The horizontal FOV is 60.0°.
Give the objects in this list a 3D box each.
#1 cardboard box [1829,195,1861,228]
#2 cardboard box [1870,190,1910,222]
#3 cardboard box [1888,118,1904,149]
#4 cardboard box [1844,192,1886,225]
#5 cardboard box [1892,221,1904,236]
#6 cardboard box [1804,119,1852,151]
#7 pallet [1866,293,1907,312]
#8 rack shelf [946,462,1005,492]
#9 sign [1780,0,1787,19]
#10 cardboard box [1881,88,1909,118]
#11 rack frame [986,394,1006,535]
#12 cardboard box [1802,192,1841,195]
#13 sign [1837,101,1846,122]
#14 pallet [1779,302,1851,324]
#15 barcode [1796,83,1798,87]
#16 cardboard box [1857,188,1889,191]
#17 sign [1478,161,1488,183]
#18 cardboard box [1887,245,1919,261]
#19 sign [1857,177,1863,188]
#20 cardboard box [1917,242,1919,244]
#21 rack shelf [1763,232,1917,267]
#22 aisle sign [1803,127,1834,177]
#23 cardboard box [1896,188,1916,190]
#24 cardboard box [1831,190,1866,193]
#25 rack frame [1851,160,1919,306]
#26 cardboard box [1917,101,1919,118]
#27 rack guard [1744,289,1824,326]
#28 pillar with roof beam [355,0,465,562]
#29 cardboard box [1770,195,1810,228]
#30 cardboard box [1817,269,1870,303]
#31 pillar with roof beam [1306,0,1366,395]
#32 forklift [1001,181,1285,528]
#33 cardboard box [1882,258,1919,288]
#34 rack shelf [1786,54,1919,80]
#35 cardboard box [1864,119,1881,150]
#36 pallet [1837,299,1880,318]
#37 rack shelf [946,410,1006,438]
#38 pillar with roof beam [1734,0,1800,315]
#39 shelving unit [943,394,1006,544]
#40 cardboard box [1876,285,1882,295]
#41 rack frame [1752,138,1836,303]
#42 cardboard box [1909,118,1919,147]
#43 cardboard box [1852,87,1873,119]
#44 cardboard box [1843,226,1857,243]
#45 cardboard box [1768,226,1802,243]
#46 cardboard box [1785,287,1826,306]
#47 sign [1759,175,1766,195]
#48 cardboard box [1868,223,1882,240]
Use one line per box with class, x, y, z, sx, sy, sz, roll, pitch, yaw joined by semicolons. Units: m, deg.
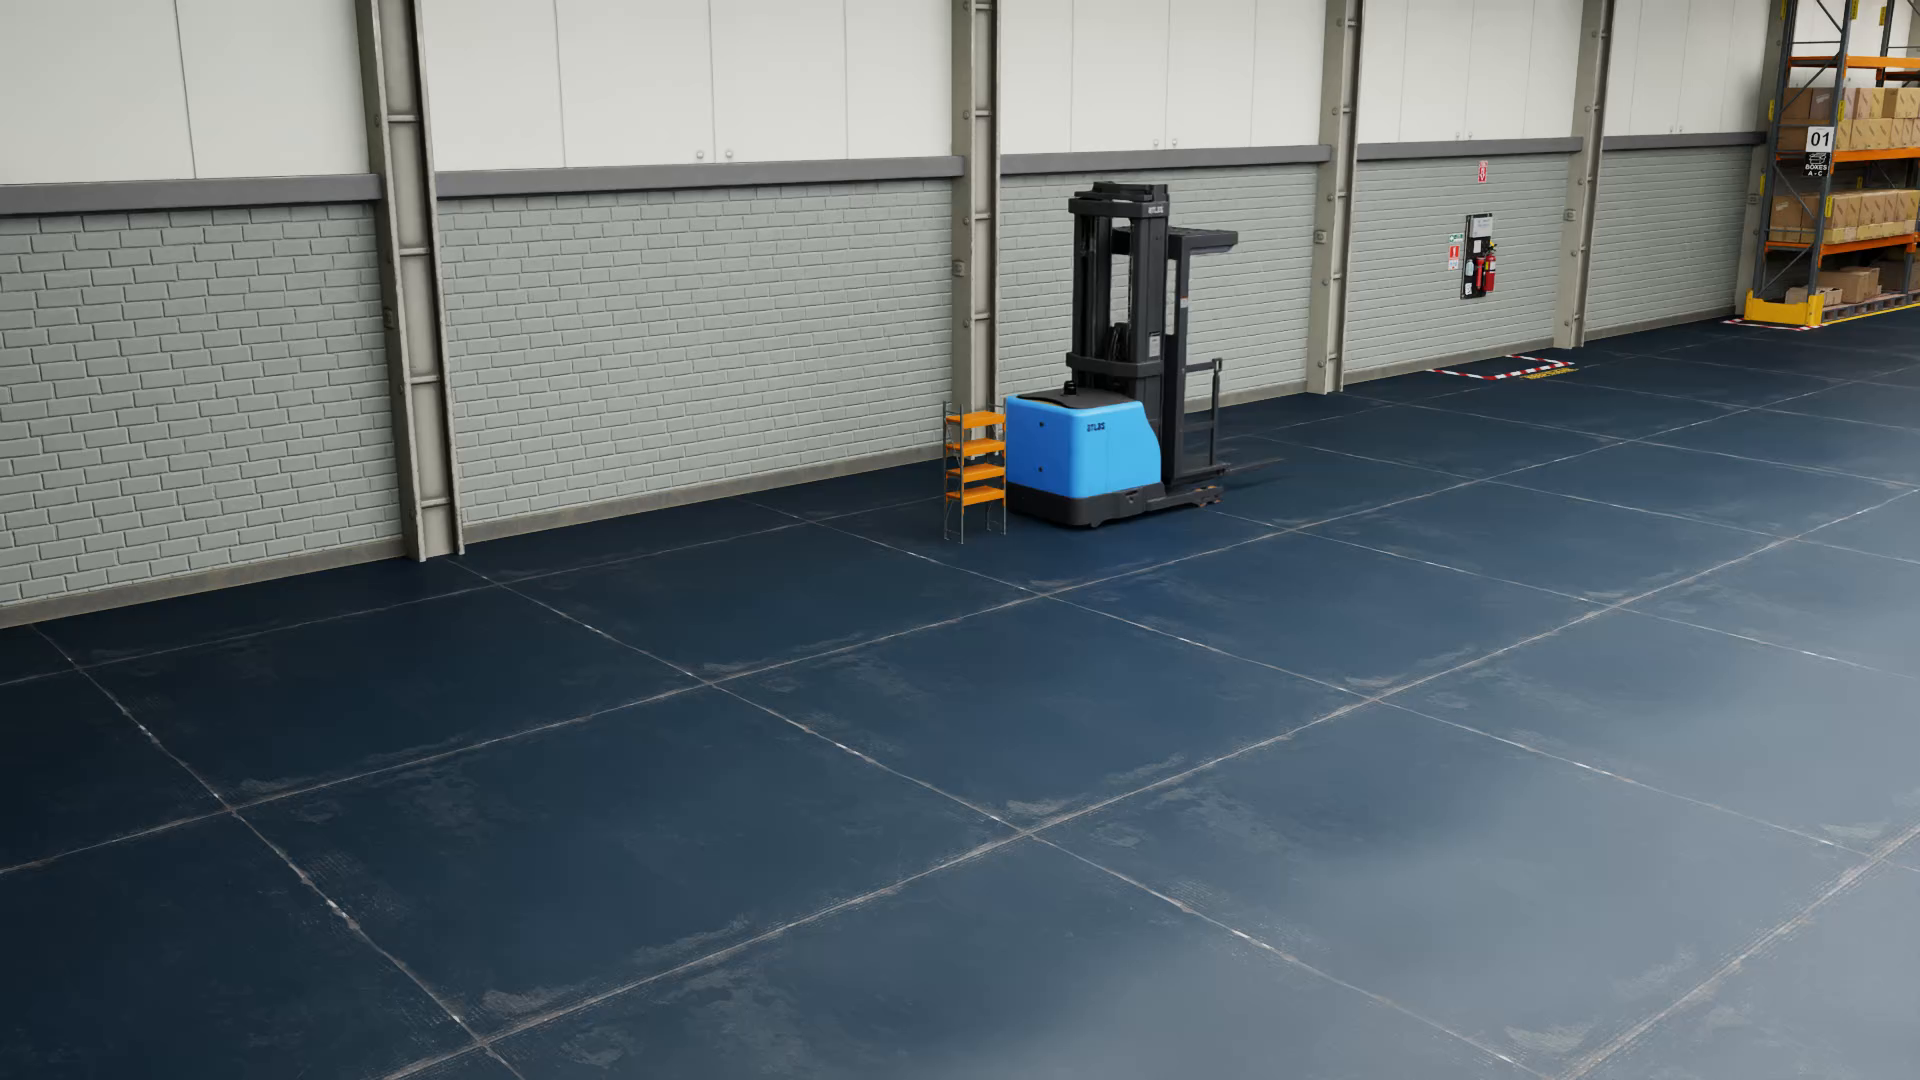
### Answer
cardboard box;14.717;-5.515;27.885;0.500;0.500;0.500;-13;19;-39
cardboard box;16.271;-5.863;29.186;0.500;0.500;0.500;-13;20;-40
cardboard box;15.796;-6.978;28.518;0.500;0.500;0.500;-14;20;-41
cardboard box;15.492;-5.692;28.544;0.500;0.500;0.500;-12;19;-38
cardboard box;16.258;-5.505;29.297;0.500;0.250;0.500;-13;19;-39
cardboard box;14.197;-6.627;27.202;0.500;0.500;0.500;-12;19;-38
pallet;16.314;-4.322;30.020;1.213;0.211;1.003;-13;19;-39
rack shelf;0.125;-0.543;14.217;0.480;0.148;0.258;-13;20;-39
sign;13.431;-8.649;27.077;0.005;0.325;0.100;-13;19;-39
cardboard box;15.804;-7.457;28.371;0.500;0.500;0.500;-14;20;-41
rack frame;0.309;-0.649;14.355;0.015;1.200;0.240;-13;20;-39
cardboard box;14.770;-5.704;28.592;0.500;0.500;0.500;-13;20;-41
sign;14.136;-6.878;26.680;0.005;0.325;0.100;-13;19;-39
pallet;14.474;-3.908;28.472;1.213;0.211;1.003;-13;19;-39
barcode;13.988;-7.600;27.783;0.075;0.075;0.001;-13;19;-39
cardboard box;16.306;-6.050;29.886;0.500;0.500;0.500;-13;20;-41
sign;7.253;-5.109;23.073;0.199;0.298;0.001;-13;19;-39
cardboard box;17.672;-5.360;31.041;0.500;0.250;0.500;-13;20;-41
sign;16.431;-6.456;30.364;0.005;0.325;0.100;-13;19;-39
cardboard box;18.450;-5.530;31.677;0.500;0.250;0.500;-13;20;-40
rack shelf;15.289;-5.103;28.936;4.000;0.370;1.077;-13;19;-39
aisle sign;13.923;-6.297;26.975;0.004;0.787;0.394;-13;19;-39
cardboard box;17.630;-6.223;30.689;0.500;0.500;0.700;-10;18;-34
cardboard box;15.534;-5.880;29.248;0.500;0.500;0.500;-12;19;-38
rack frame;16.798;-5.789;30.112;0.127;3.000;1.000;-13;19;-39
cardboard box;16.598;-7.642;29.065;0.500;0.500;0.500;14;20;42
rack guard;13.837;-3.917;27.946;0.348;0.500;1.175;-13;19;-39
pillar with roof beam;-1.539;-3.393;9.517;0.400;9.000;9.100;-13;19;-39
cardboard box;13.996;-5.533;27.949;0.500;0.500;0.500;-13;20;-40
cardboard box;15.377;-4.427;29.004;0.500;0.500;0.700;-14;21;-43
pillar with roof beam;7.514;-5.426;17.127;0.400;9.000;9.100;-13;19;-39
forklift;1.830;-1.816;15.368;3.031;2.935;1.130;-12;19;-38
cardboard box;17.699;-5.020;31.221;0.500;0.500;0.700;-13;20;-40
rack shelf;15.289;-8.000;28.162;4.000;0.370;1.077;-13;19;-39
cardboard box;15.014;-6.800;27.849;0.500;0.500;0.500;-12;19;-37
pallet;15.393;-4.114;29.242;1.213;0.211;1.003;-13;19;-39
rack shelf;0.125;-0.987;14.099;0.480;0.148;0.258;-13;20;-39
pillar with roof beam;16.566;-7.459;24.737;0.400;9.000;9.100;-13;19;-39
shelving unit;0.125;-0.608;14.200;0.503;1.200;0.258;-13;20;-39
cardboard box;16.414;-4.537;30.059;0.380;0.166;0.250;13;20;40
rack frame;13.780;-5.112;27.575;0.127;3.000;1.000;-13;19;-39
cardboard box;16.577;-7.162;29.207;0.500;0.500;0.500;-12;19;-38
cardboard box;14.642;-7.195;27.392;0.500;0.500;0.500;-13;20;-40
cardboard box;14.739;-5.161;28.009;0.500;0.250;0.500;-13;20;-41
cardboard box;14.005;-5.166;28.029;0.500;0.250;0.500;-12;19;-39
cardboard box;14.361;-4.125;28.238;0.500;0.311;0.500;13;20;41
sign;13.431;-5.935;27.802;0.005;0.325;0.100;-13;19;-39
cardboard box;15.510;-5.331;28.647;0.500;0.250;0.500;-12;19;-39
